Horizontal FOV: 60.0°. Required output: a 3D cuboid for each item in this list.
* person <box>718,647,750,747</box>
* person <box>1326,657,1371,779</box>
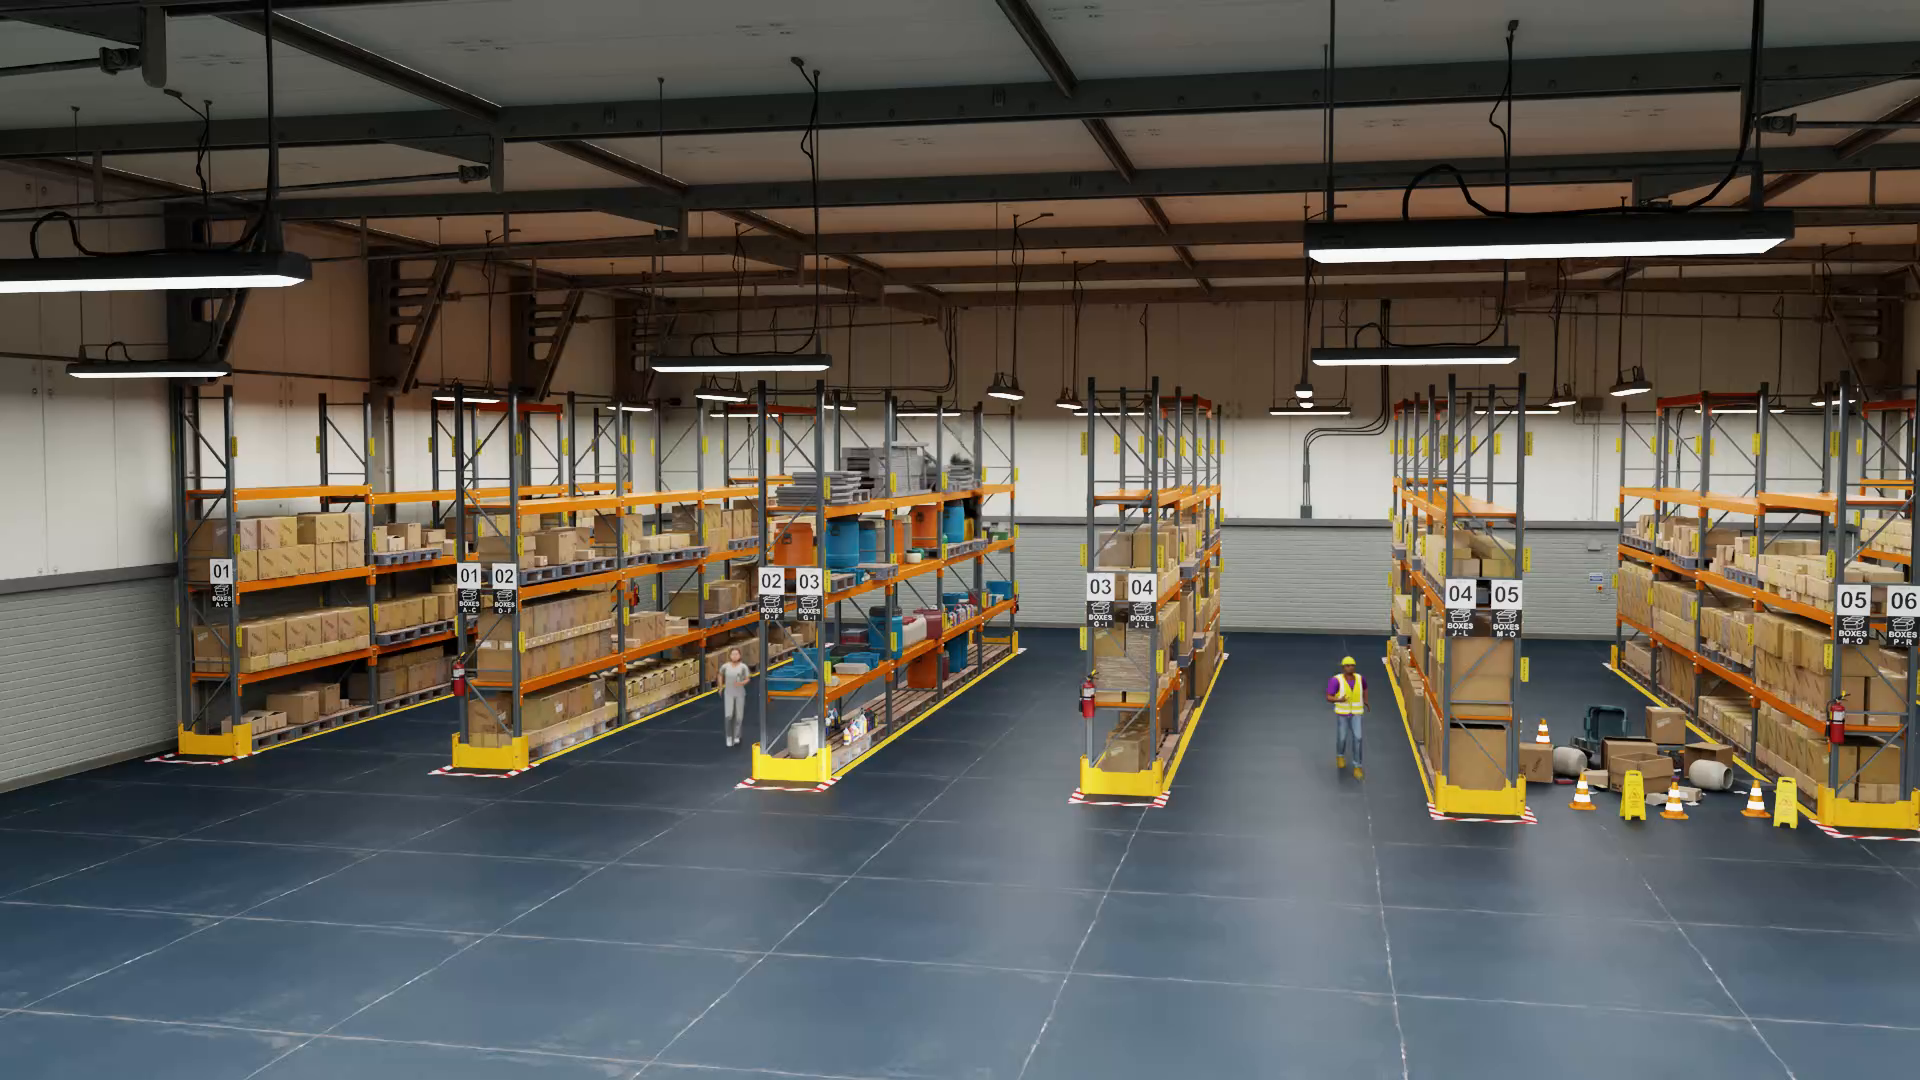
[{"bbox_3d":[-3.762,2.615,27.680,0.537,1.659,0.670,0,3,-8],"label":"person"},{"bbox_3d":[5.929,2.674,25.388,0.689,1.796,0.928,0,3,3],"label":"person"}]
